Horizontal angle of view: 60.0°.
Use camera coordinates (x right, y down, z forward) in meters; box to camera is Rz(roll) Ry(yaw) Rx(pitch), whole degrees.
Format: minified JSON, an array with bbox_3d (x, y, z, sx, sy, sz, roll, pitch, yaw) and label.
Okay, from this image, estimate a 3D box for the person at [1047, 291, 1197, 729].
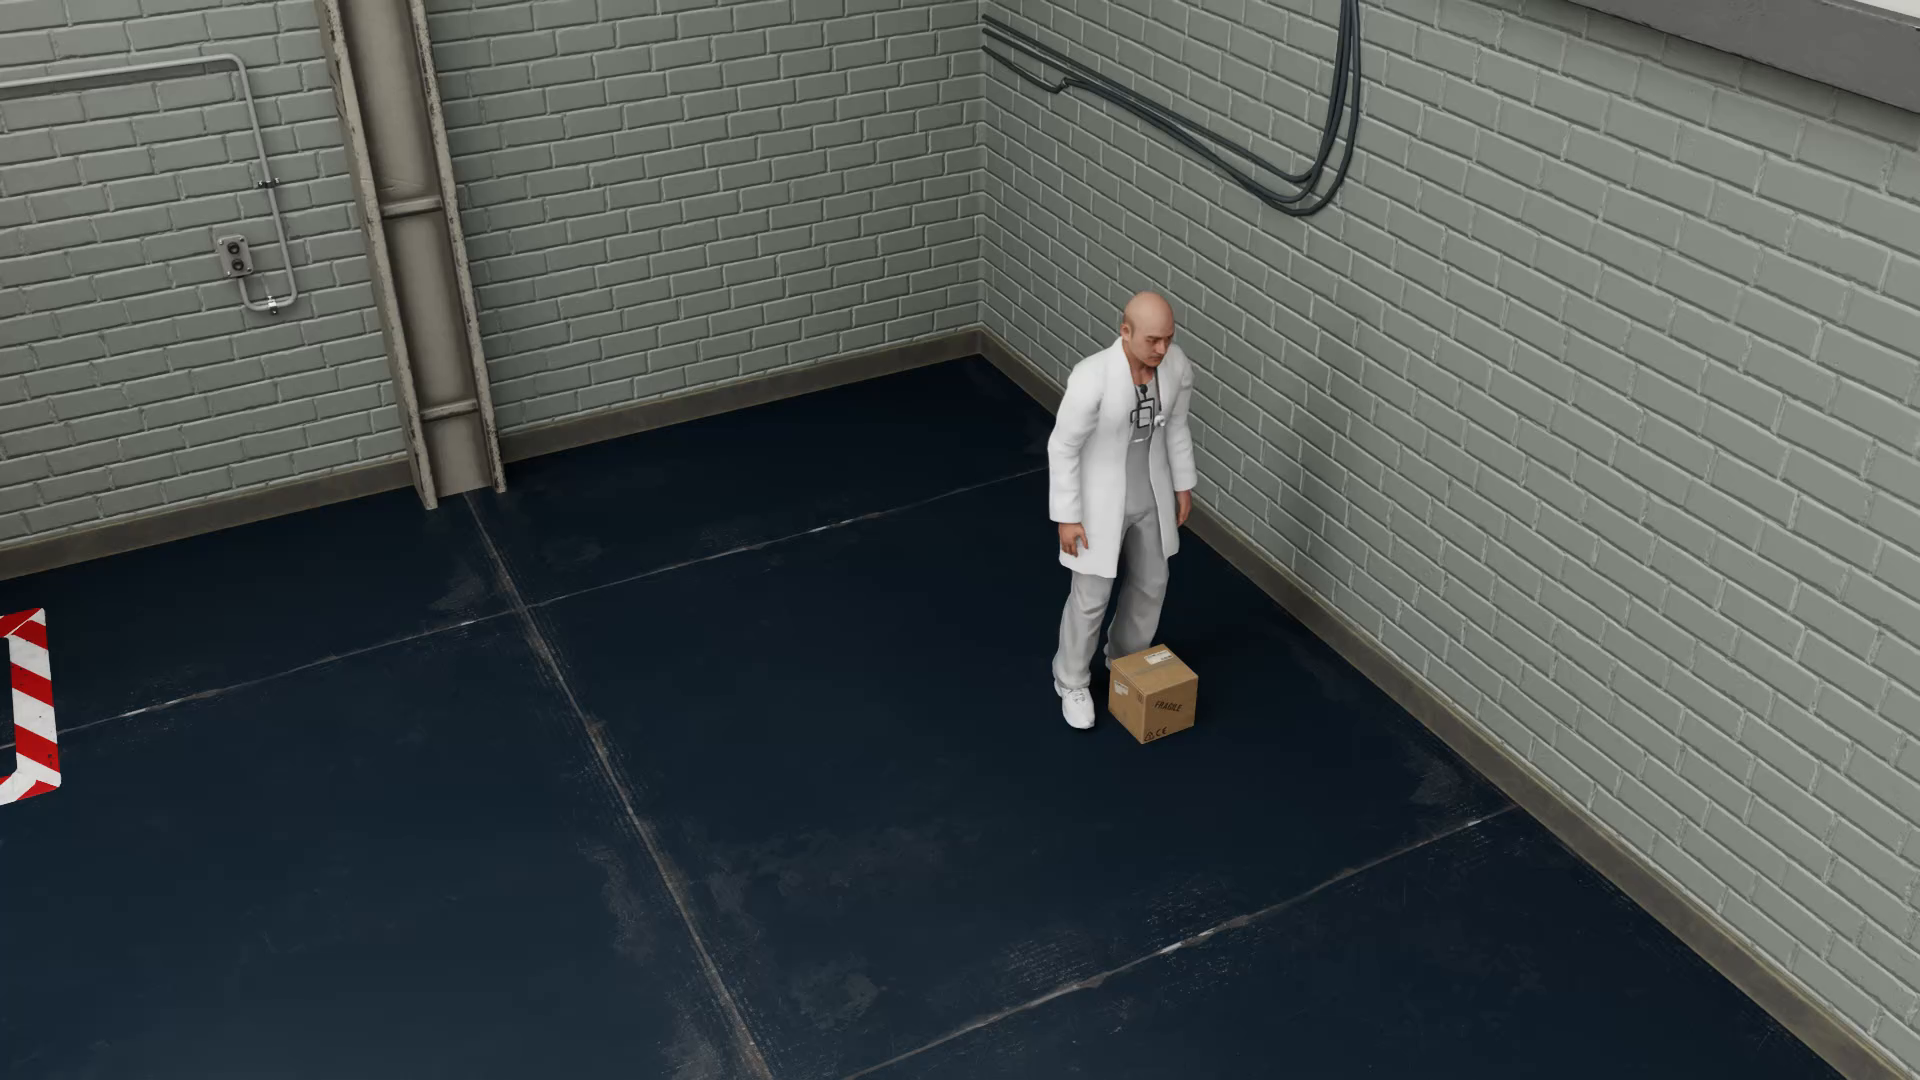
[{"bbox_3d":[0.627,-0.139,6.370,0.647,1.774,0.421,-16,36,-24],"label":"person"}]
